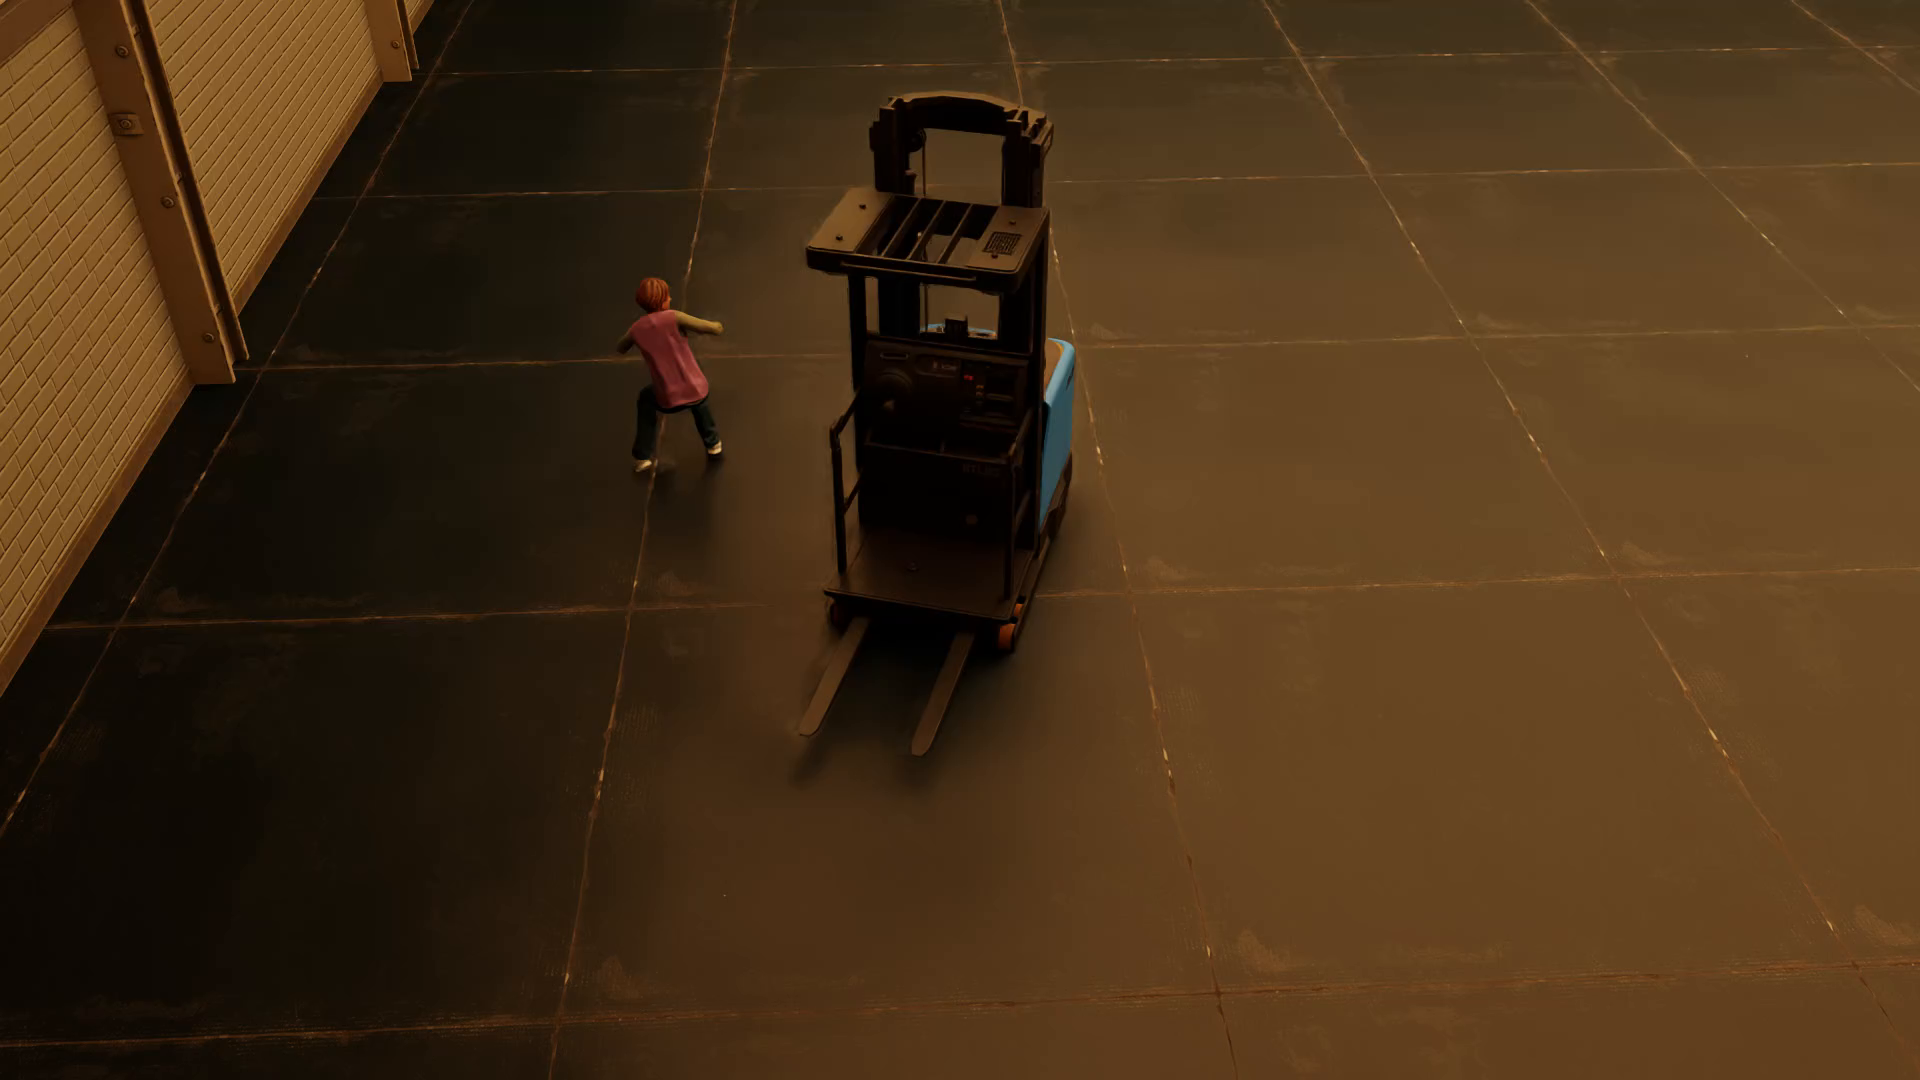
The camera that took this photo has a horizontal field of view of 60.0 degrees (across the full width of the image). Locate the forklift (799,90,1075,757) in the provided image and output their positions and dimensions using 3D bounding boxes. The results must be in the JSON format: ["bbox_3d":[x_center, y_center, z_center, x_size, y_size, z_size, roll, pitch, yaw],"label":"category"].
[{"bbox_3d":[-0.137,-0.797,9.105,1.130,2.935,3.031,9,37,12],"label":"forklift"}]

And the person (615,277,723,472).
[{"bbox_3d":[-1.888,-1.108,10.909,0.686,1.350,0.811,-8,37,-11],"label":"person"}]
